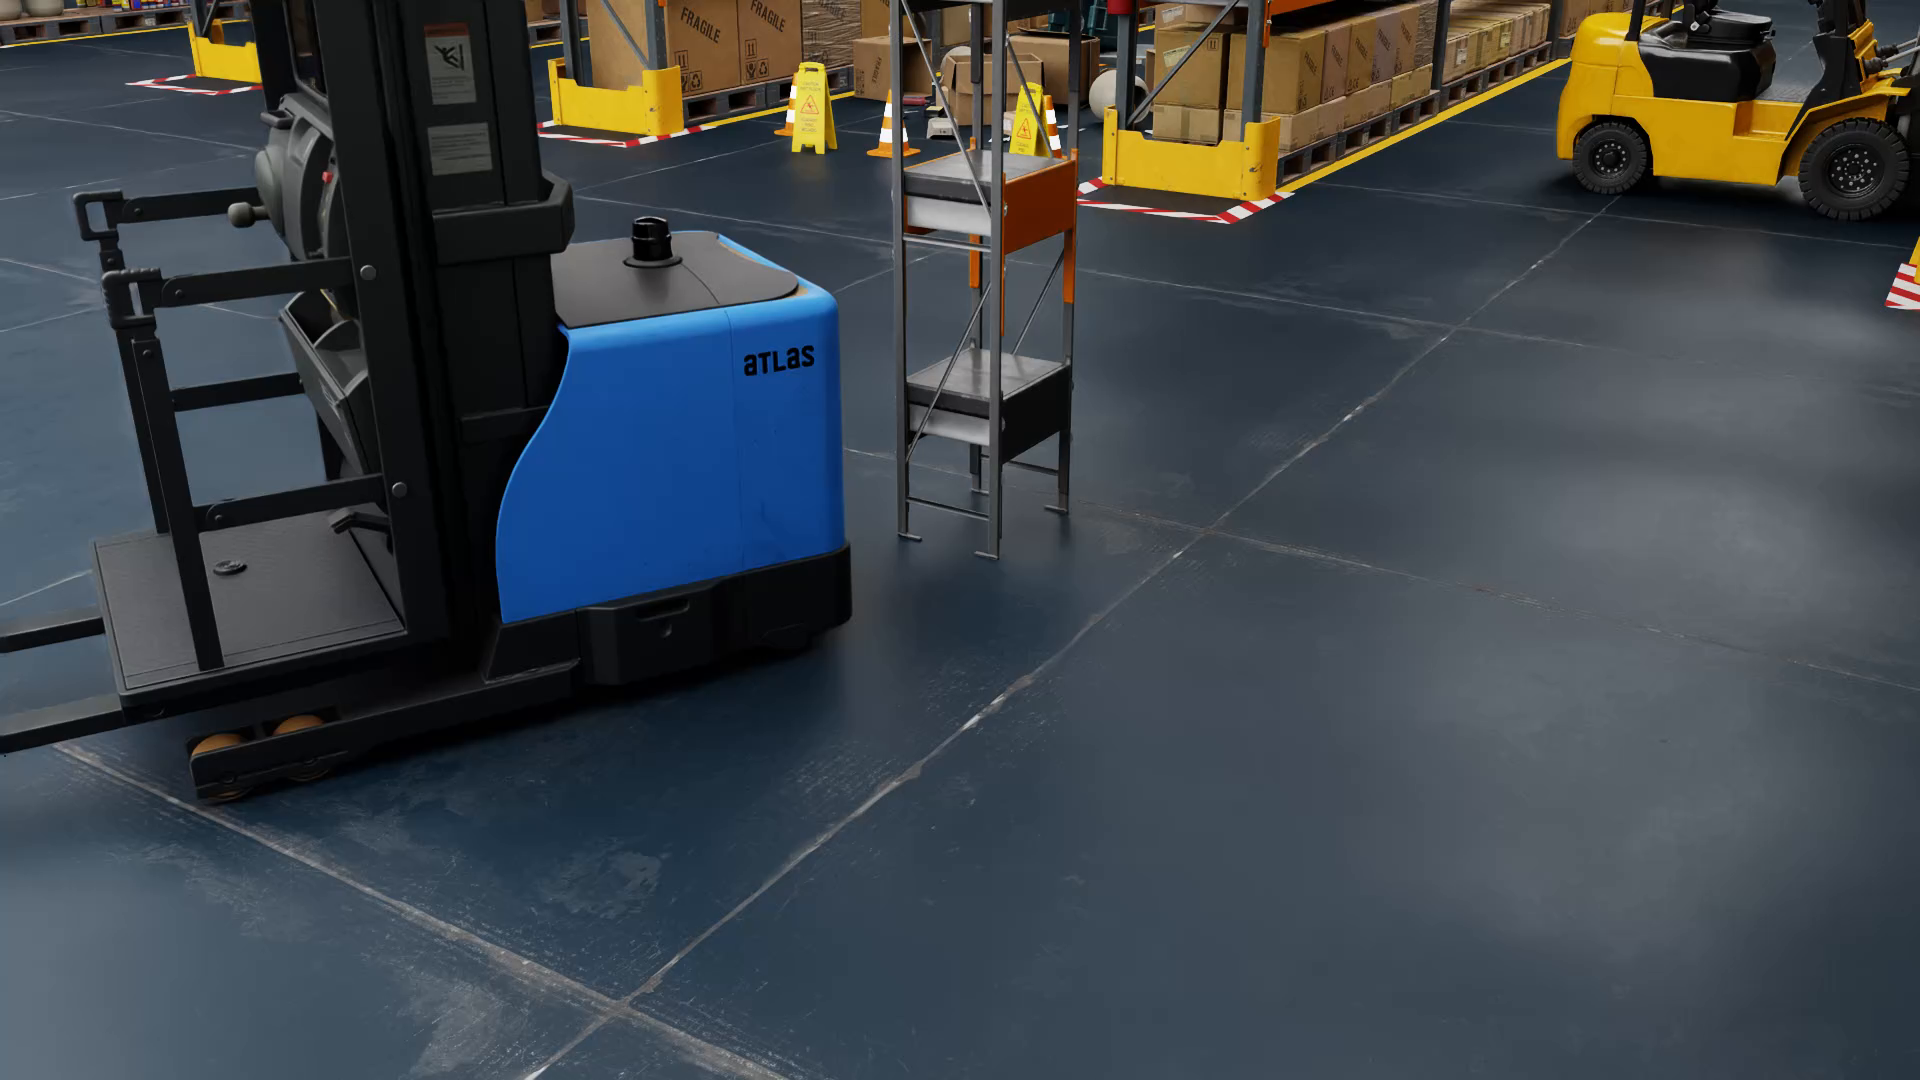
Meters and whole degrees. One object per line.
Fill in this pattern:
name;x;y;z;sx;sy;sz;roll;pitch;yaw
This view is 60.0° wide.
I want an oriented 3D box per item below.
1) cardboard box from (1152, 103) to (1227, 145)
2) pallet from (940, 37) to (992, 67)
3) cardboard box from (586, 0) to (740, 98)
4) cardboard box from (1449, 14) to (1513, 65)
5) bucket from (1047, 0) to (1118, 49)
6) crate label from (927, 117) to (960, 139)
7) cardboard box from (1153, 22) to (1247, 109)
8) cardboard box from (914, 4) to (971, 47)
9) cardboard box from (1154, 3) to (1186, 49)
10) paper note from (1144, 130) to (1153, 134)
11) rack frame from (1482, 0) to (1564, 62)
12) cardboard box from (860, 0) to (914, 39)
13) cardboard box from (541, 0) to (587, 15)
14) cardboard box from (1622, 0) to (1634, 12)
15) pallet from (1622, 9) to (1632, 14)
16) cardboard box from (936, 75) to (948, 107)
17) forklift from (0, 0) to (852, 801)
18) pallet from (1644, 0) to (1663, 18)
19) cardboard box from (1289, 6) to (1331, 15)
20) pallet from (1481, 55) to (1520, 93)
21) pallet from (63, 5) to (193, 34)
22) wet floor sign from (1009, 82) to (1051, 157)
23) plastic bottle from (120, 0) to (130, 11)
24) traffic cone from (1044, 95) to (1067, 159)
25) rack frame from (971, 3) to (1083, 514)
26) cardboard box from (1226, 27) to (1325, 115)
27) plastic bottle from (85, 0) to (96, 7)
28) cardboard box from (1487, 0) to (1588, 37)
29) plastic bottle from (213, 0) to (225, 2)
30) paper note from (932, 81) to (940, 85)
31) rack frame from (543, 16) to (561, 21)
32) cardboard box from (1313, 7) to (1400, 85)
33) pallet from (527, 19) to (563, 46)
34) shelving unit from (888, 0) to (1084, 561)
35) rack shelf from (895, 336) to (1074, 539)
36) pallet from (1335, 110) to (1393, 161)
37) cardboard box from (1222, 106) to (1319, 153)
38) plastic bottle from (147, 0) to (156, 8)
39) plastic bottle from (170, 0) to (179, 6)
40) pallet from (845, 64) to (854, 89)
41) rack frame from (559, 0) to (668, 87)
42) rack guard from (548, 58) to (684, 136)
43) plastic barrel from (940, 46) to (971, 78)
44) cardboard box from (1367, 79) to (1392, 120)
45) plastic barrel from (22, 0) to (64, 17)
cardboard box;1.708;-3.003;11.843;0.500;0.250;0.500;14;27;29
pallet;-0.308;-5.084;17.229;1.003;0.211;1.213;14;27;29
cardboard box;-2.459;-4.198;13.818;0.875;0.875;0.875;14;27;29
cardboard box;4.624;-4.727;15.674;0.950;0.372;0.625;15;28;31
bucket;1.236;-4.754;15.164;0.620;0.611;0.726;-6;22;-39
crate label;-0.132;-3.233;13.045;0.250;0.136;0.298;1;23;2
cardboard box;1.699;-3.335;11.666;0.500;0.500;0.500;14;27;29
cardboard box;-0.400;-5.477;16.928;1.050;0.750;0.750;14;27;29
cardboard box;2.080;-4.648;14.904;0.500;0.500;0.500;14;27;29
paper note;1.542;-3.255;13.230;0.142;0.019;0.148;5;24;11
rack frame;5.718;-6.435;16.838;1.000;3.000;0.127;14;27;29
cardboard box;-1.042;-5.108;15.919;0.875;0.875;0.875;14;27;30
cardboard box;-4.469;-6.419;19.395;0.700;0.500;0.500;12;26;25
cardboard box;7.569;-6.776;19.774;0.875;0.875;0.875;15;27;31
pallet;7.485;-6.229;19.873;1.003;0.211;1.213;14;27;29
cardboard box;0.007;-3.867;14.349;0.396;0.266;0.258;20;30;38
forklift;-1.866;-0.923;4.192;3.031;2.935;1.130;-13;26;-27
pallet;8.295;-6.745;21.066;1.003;0.211;1.213;14;27;29
cardboard box;2.520;-3.859;12.878;0.500;0.500;0.500;15;28;32
pallet;4.660;-4.482;15.836;1.003;0.211;1.213;14;27;29
pallet;-10.052;-6.288;20.010;1.003;0.211;1.213;14;27;29
wet floor sign;0.489;-2.814;11.439;0.232;0.644;0.267;-17;29;-35
plastic bottle;-9.853;-6.349;19.608;0.097;0.201;0.097;0;23;0
traffic cone;0.629;-2.986;12.065;0.336;0.463;0.334;14;27;29
rack frame;0.216;-1.102;5.652;0.400;2.100;0.015;14;27;29
cardboard box;2.170;-3.232;11.429;0.500;0.500;0.500;13;27;27
plastic bottle;-10.487;-6.560;19.992;0.061;0.283;0.133;15;27;30
cardboard box;6.153;-5.868;17.675;0.875;0.875;0.875;14;27;28
plastic bottle;-9.215;-6.843;20.562;0.144;0.351;0.185;12;26;26
paper note;-0.236;-4.309;15.664;0.147;0.020;0.142;-3;24;-7
rack frame;-4.811;-7.161;18.517;1.000;3.000;0.127;14;27;29
cardboard box;2.989;-3.759;12.647;0.500;0.500;0.500;15;28;32
pallet;-5.136;-5.648;18.530;1.003;0.211;1.213;14;27;29
shelving unit;0.087;-1.019;5.462;0.431;2.100;0.503;14;27;29
rack shelf;0.087;-0.365;5.745;0.431;0.518;0.480;14;27;29
pallet;2.641;-3.158;12.778;1.003;0.211;1.213;14;27;29
cardboard box;2.158;-2.880;11.559;0.500;0.250;0.500;14;27;29
plastic bottle;-9.675;-6.495;19.859;0.097;0.271;0.097;0;23;0
plastic bottle;-9.514;-6.566;20.110;0.097;0.201;0.097;0;23;0
pallet;-1.119;-4.568;16.036;1.003;0.211;1.213;14;27;29
rack frame;-2.761;-4.738;12.919;1.000;3.000;0.127;14;27;29
rack guard;-2.774;-3.583;13.397;1.175;0.500;0.348;14;27;29
plastic barrel;0.054;-4.201;14.922;0.421;0.421;0.512;-7;24;-17
cardboard box;2.980;-3.407;12.777;0.500;0.250;0.500;14;27;30
plastic barrel;-10.583;-6.308;19.148;0.421;0.512;0.421;0;23;0
